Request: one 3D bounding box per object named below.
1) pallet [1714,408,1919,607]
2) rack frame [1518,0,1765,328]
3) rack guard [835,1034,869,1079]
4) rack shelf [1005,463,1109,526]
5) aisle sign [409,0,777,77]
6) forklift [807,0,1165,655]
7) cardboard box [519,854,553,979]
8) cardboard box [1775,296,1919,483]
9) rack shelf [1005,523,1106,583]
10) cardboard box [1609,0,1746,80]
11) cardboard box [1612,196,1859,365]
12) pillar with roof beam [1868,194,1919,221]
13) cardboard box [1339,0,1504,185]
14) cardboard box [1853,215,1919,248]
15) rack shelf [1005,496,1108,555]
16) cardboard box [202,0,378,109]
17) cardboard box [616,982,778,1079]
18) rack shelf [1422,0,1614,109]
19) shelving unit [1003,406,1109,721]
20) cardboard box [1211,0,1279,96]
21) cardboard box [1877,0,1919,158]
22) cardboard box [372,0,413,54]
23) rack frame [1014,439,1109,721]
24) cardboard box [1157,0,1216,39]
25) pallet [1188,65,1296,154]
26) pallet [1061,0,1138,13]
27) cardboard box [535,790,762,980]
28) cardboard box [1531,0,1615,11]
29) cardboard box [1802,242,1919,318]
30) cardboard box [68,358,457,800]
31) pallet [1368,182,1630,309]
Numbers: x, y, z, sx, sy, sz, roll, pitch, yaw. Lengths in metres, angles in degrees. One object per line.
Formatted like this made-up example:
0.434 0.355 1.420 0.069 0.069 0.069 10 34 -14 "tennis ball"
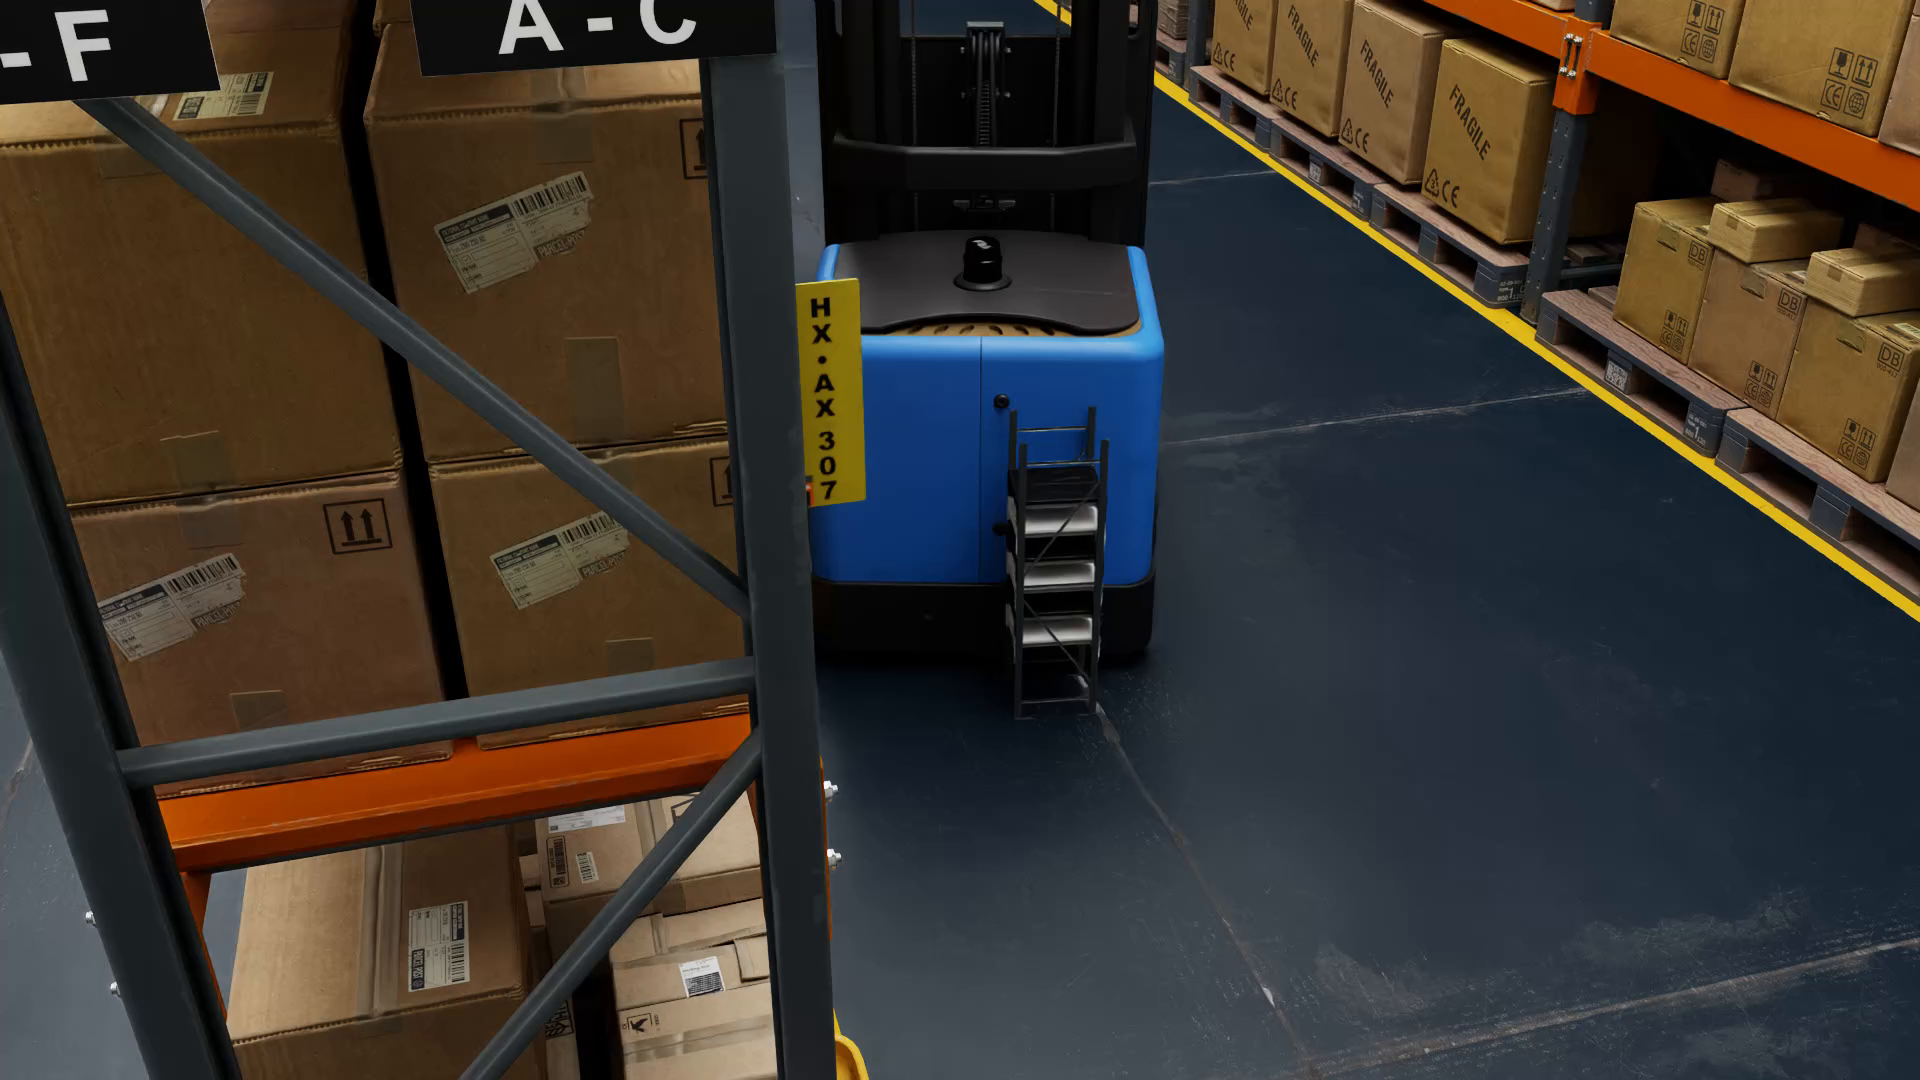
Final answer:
3.465 -0.162 5.819 1.003 0.211 1.213 -8 31 -13 "pallet"
3.011 -2.337 6.793 1.000 3.000 0.127 -8 31 -13 "rack frame"
-0.722 1.301 3.003 1.175 0.500 0.348 -8 31 -13 "rack guard"
0.266 -0.127 4.598 0.258 0.077 0.200 -3 30 -5 "rack shelf"
-0.401 -0.875 1.673 0.394 0.787 0.004 -8 31 -13 "aisle sign"
0.089 -1.623 5.629 1.130 2.935 3.031 1 30 1 "forklift"
-1.105 0.854 3.669 0.380 0.166 0.250 -8 31 -13 "cardboard box"
3.375 -0.570 5.817 0.700 0.500 0.500 -7 31 -12 "cardboard box"
0.266 0.029 4.688 0.258 0.077 0.200 -3 30 -5 "rack shelf"
3.139 -2.202 6.261 0.980 0.700 0.700 -7 31 -13 "cardboard box"
3.111 -1.062 6.666 0.700 0.500 0.500 -7 31 -13 "cardboard box"
-0.120 -4.138 3.915 9.100 9.000 0.400 -8 31 -13 "pillar with roof beam"
2.474 -2.313 8.479 0.750 0.750 0.750 -7 31 -12 "cardboard box"
3.476 -1.057 6.011 0.380 0.149 0.250 -9 31 -15 "cardboard box"
0.266 -0.049 4.643 0.258 0.077 0.200 -3 30 -5 "rack shelf"
-1.220 -0.643 2.768 0.500 0.500 0.500 -7 31 -12 "cardboard box"
-0.482 1.051 3.346 0.380 0.149 0.250 -8 31 -13 "cardboard box"
2.480 -2.991 8.642 1.077 0.370 4.000 -8 31 -13 "rack shelf"
0.266 0.078 4.716 0.258 0.900 0.210 -3 30 -5 "shelving unit"
2.018 -3.147 9.920 0.750 0.750 0.750 -8 31 -14 "cardboard box"
3.530 -1.499 5.046 0.980 0.700 0.700 -9 31 -16 "cardboard box"
-0.712 -0.721 2.904 0.500 0.500 0.500 -8 31 -13 "cardboard box"
0.276 0.129 4.629 0.240 0.900 0.006 -3 30 -5 "rack frame"
1.708 -3.718 11.235 0.700 0.500 0.500 -7 31 -13 "cardboard box"
2.086 -2.671 10.154 1.003 0.211 1.213 -8 31 -13 "pallet"
1.423 -4.027 12.497 1.003 0.211 1.213 -8 31 -13 "pallet"
-0.706 0.714 3.828 0.500 0.250 0.500 -8 31 -13 "cardboard box"
2.648 -2.362 7.068 0.380 0.149 0.250 -8 31 -13 "cardboard box"
3.164 -0.901 5.740 0.380 0.149 0.250 -9 31 -15 "cardboard box"
-1.084 0.032 2.600 0.500 0.500 0.500 -7 31 -12 "cardboard box"
2.734 -1.492 8.118 1.003 0.211 1.213 -8 31 -13 "pallet"
